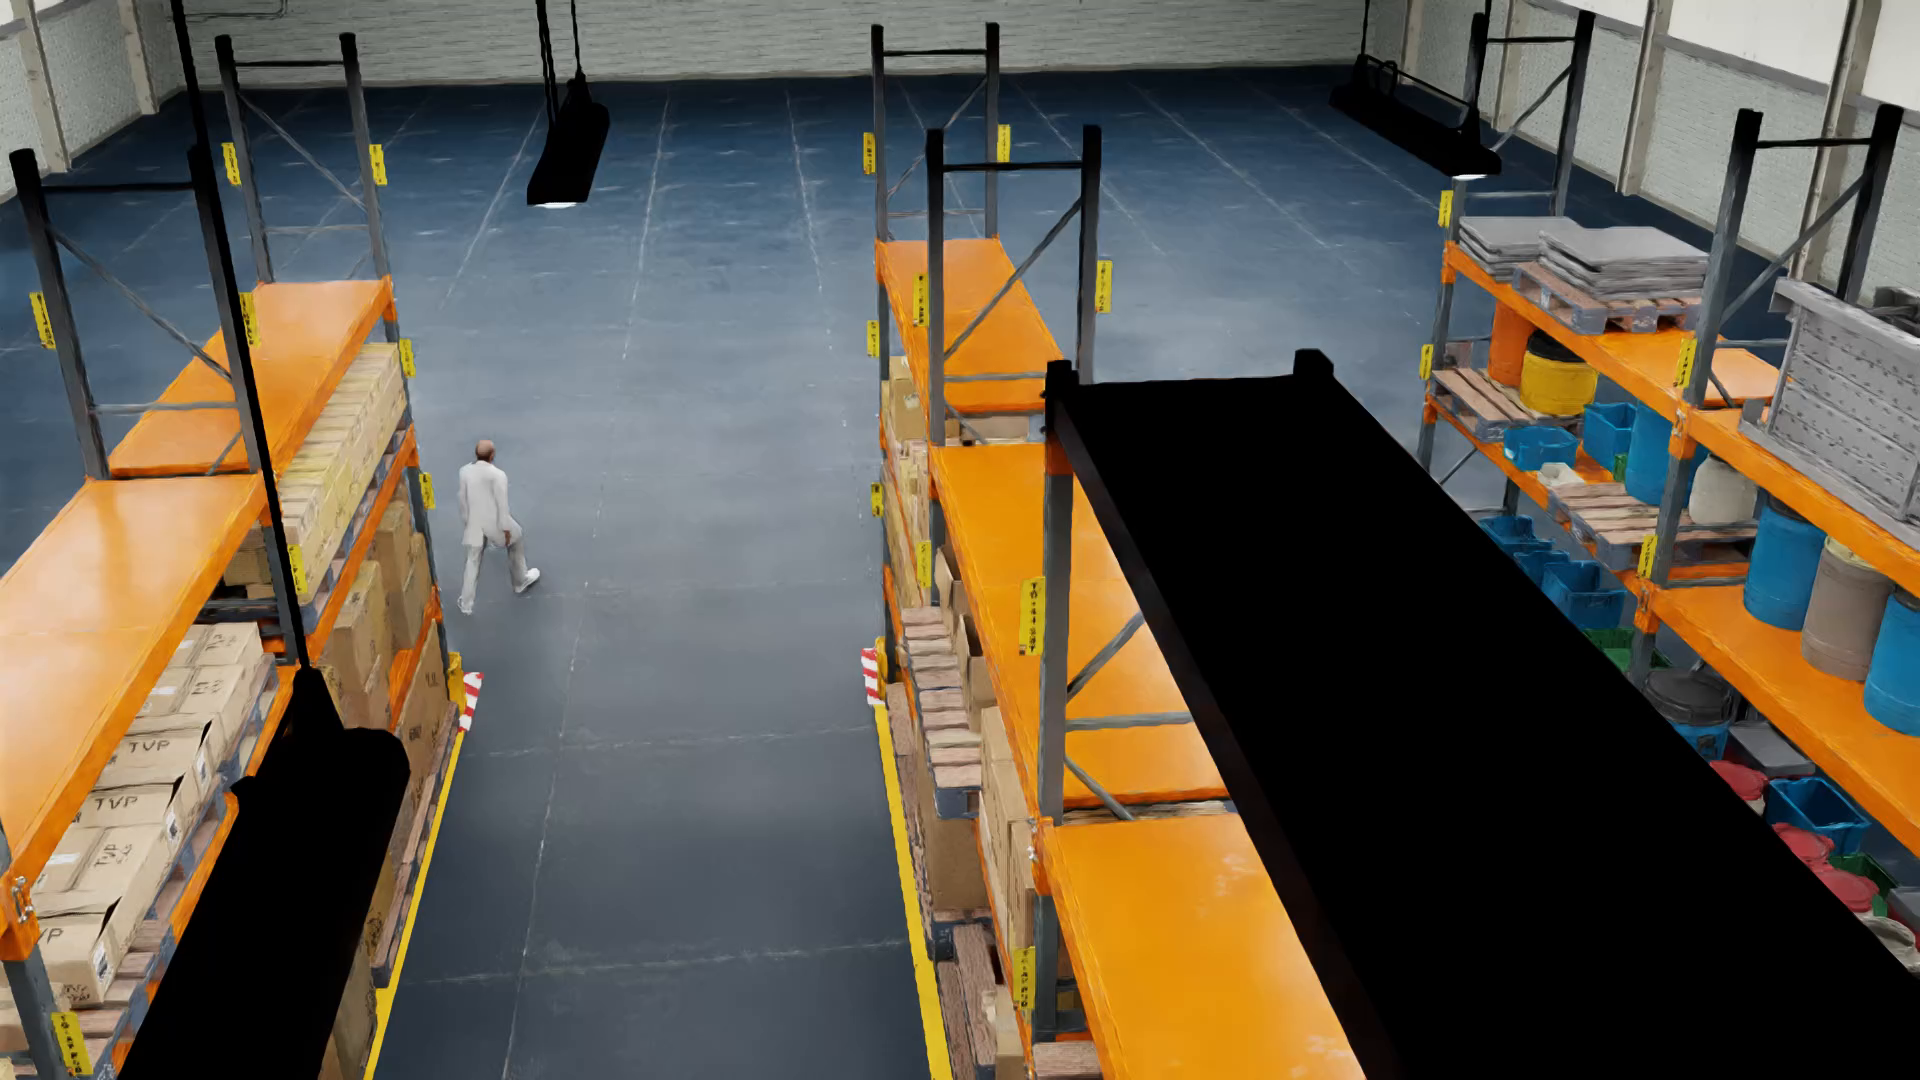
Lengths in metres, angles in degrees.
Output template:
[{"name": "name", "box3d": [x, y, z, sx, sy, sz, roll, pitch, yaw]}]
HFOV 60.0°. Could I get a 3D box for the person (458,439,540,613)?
[{"name": "person", "box3d": [-4.797, -0.177, 16.885, 0.635, 1.723, 1.040, 6, 26, 12]}]
